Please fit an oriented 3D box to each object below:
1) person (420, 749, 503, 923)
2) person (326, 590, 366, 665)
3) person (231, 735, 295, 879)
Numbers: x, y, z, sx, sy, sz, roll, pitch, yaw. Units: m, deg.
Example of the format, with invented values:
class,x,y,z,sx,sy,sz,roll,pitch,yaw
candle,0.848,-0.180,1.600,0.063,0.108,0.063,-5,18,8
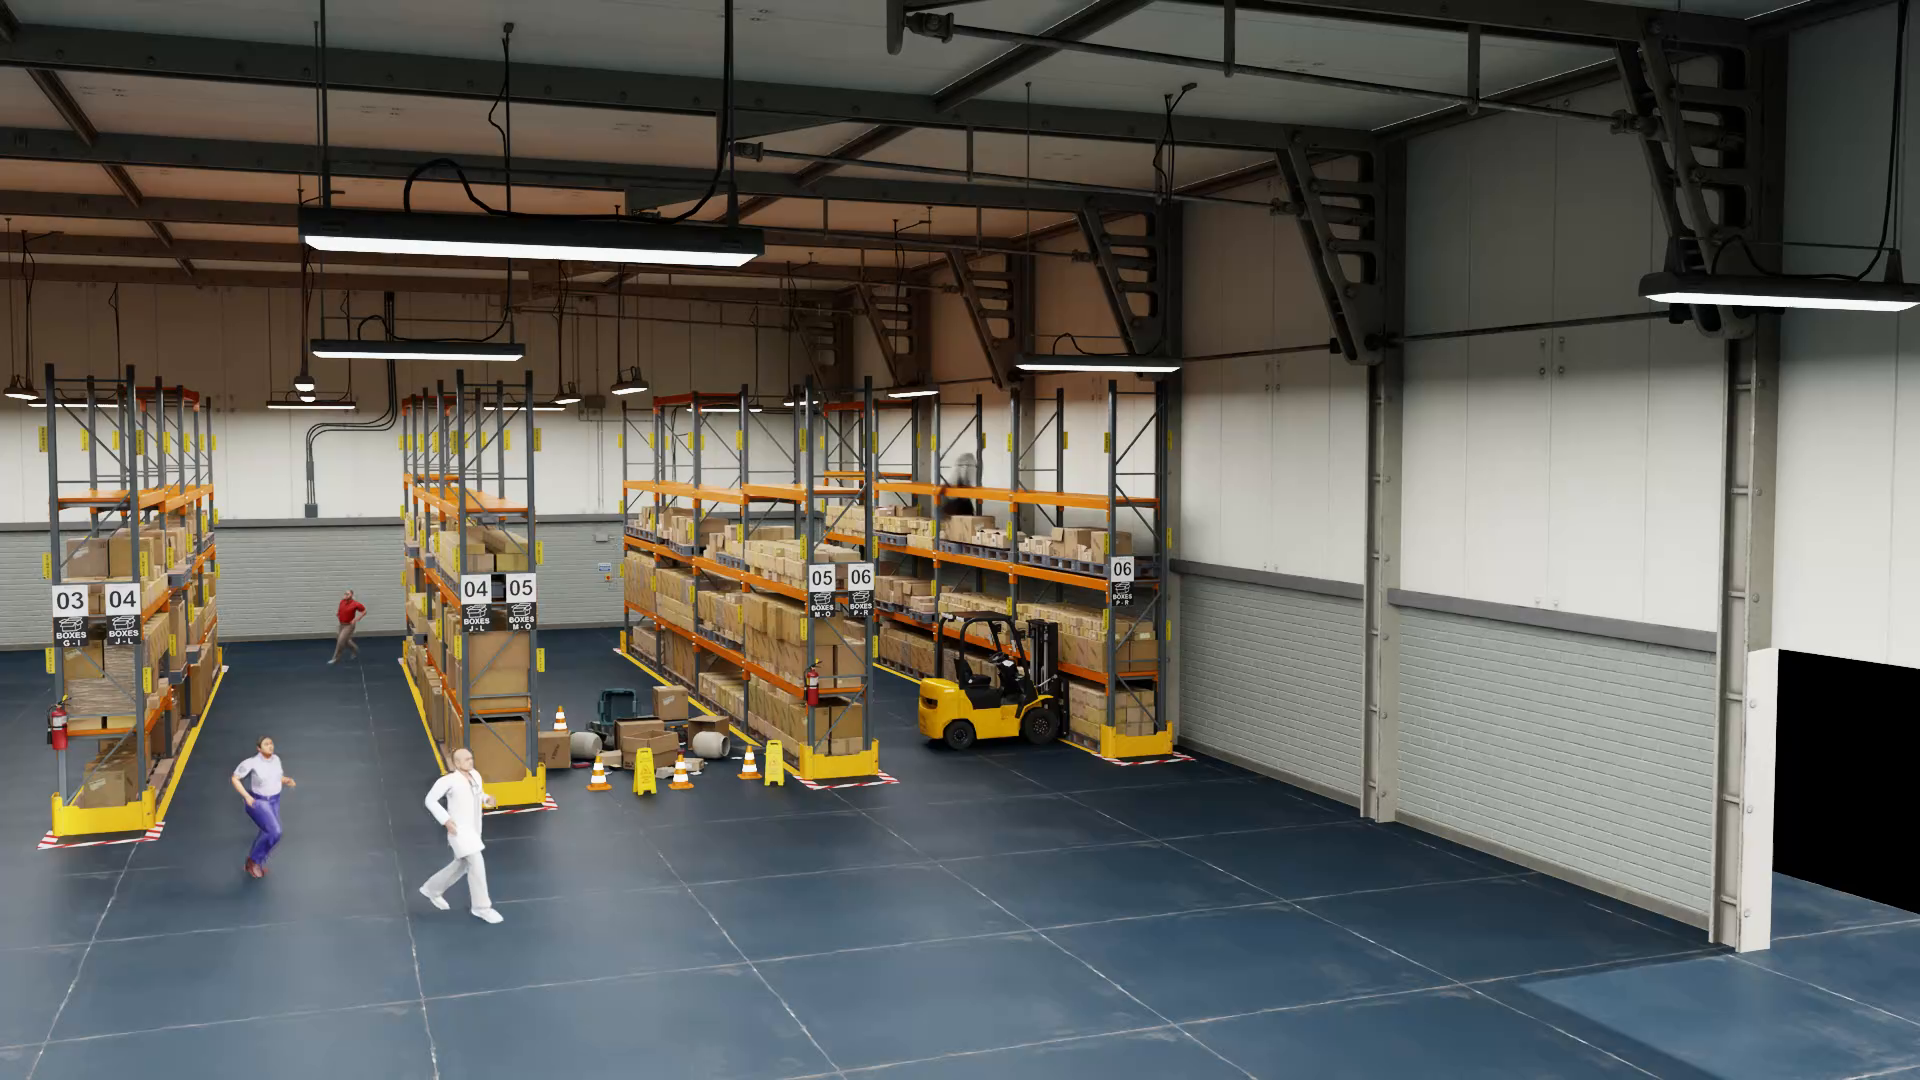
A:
class,x,y,z,sx,sy,sz,roll,pitch,yaw
person,-5.218,3.086,17.508,0.938,1.805,0.686,1,3,14
person,-13.828,1.963,37.672,0.691,1.699,0.942,2,4,30
person,-7.995,3.073,19.202,0.636,1.644,0.580,1,4,18
